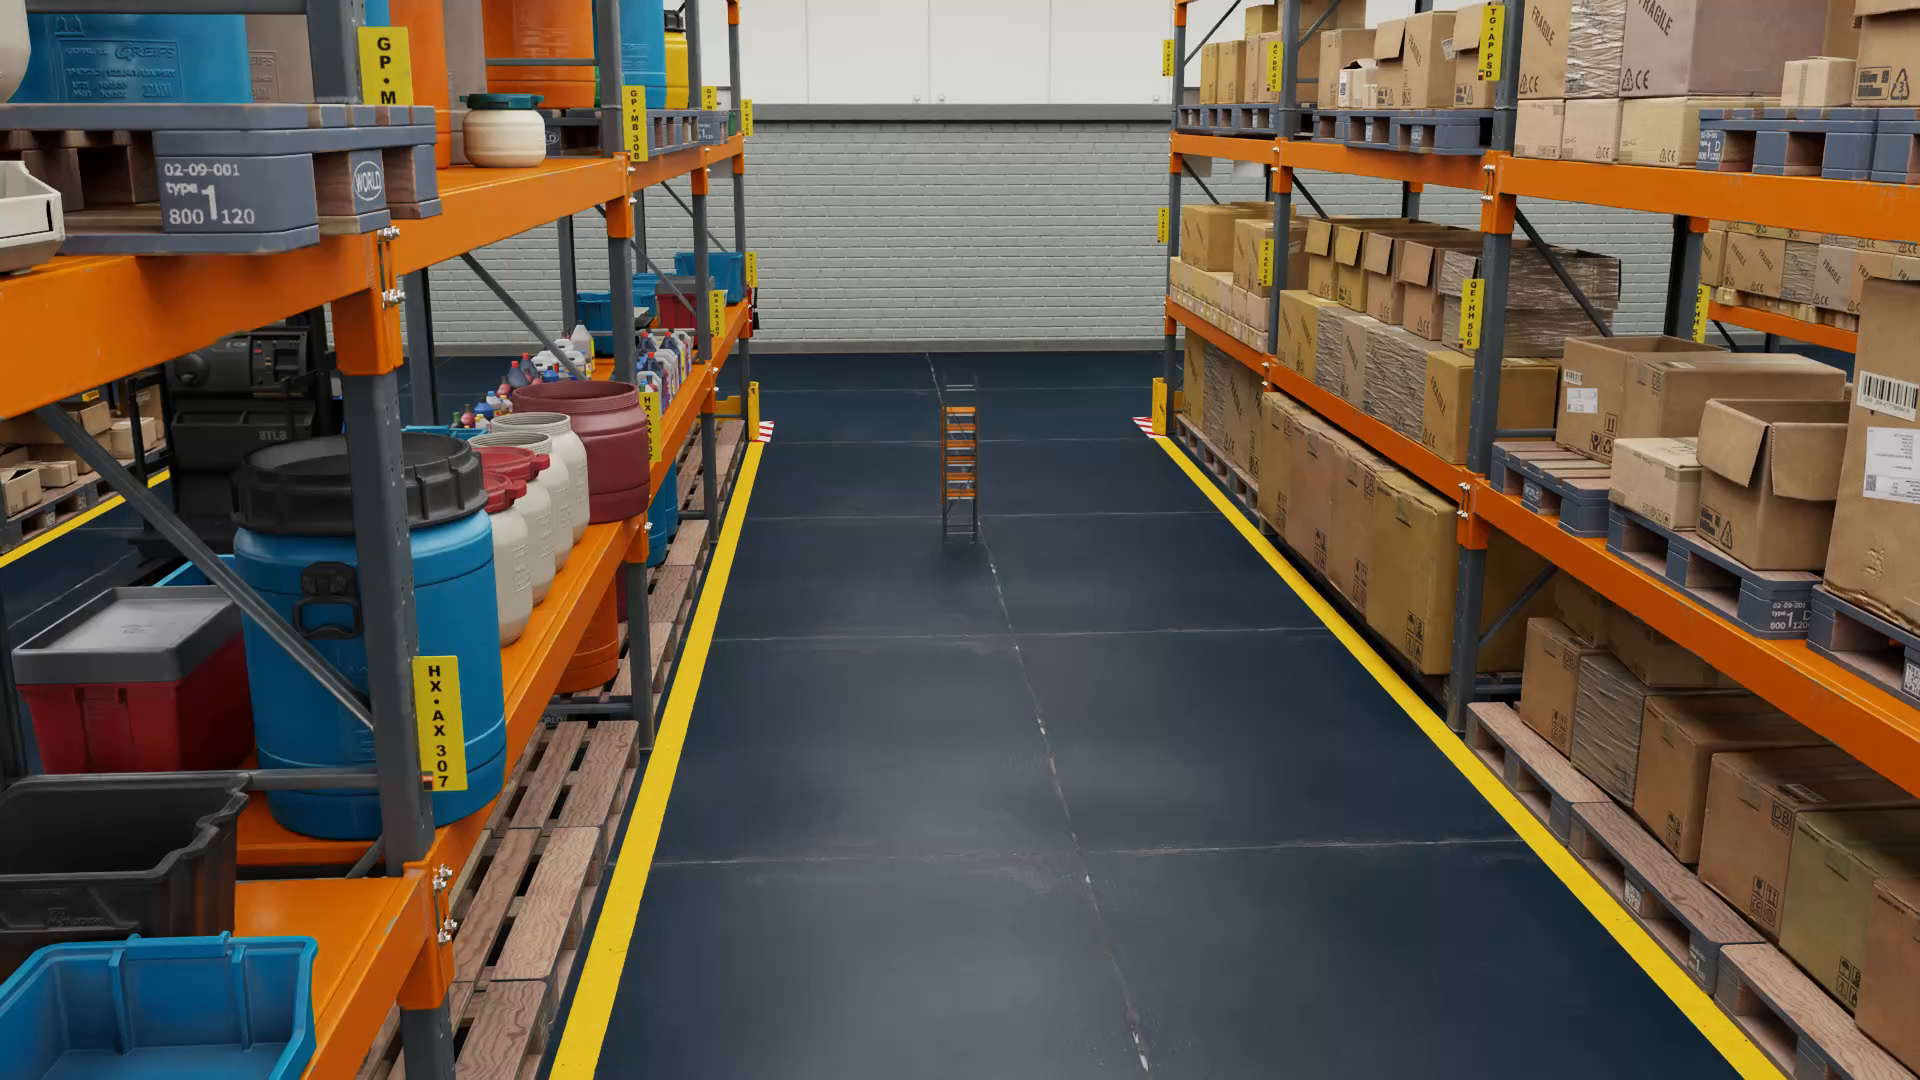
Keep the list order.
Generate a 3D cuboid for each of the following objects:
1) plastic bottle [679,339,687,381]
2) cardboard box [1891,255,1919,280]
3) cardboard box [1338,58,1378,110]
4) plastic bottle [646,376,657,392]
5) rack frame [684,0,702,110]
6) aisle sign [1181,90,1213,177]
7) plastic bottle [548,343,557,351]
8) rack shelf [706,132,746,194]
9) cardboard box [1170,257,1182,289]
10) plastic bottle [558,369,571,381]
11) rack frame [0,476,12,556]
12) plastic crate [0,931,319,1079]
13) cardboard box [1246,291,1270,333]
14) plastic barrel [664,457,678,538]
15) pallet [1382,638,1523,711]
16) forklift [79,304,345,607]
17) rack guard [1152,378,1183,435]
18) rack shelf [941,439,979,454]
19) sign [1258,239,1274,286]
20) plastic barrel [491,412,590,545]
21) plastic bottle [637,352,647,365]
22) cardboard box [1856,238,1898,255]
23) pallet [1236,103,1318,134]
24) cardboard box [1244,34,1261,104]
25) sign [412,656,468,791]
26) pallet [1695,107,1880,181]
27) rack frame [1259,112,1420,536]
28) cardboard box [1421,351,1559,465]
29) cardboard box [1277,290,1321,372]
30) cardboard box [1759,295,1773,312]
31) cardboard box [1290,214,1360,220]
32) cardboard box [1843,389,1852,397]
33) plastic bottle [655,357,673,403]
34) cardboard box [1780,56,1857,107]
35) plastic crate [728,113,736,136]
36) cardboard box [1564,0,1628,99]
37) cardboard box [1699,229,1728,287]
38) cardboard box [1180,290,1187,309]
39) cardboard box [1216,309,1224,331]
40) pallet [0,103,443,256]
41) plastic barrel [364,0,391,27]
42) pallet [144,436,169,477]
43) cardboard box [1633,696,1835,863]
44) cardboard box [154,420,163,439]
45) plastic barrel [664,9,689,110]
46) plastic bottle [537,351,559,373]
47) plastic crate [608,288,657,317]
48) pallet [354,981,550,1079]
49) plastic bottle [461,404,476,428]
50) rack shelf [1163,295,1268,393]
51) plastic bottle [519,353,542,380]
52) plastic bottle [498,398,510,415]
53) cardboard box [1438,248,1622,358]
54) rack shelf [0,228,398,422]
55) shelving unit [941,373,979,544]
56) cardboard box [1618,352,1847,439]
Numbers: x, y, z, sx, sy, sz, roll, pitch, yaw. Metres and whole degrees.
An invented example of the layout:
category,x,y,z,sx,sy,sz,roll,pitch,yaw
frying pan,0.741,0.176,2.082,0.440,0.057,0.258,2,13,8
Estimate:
category,x,y,z,sx,sy,sz,roll,pitch,yaw
plastic bottle,-1.867,-1.184,10.857,0.152,0.276,0.135,-1,14,-3
cardboard box,7.351,-1.864,12.454,0.500,0.500,0.500,-1,14,-3
cardboard box,2.684,-2.843,10.372,0.500,0.311,0.500,-1,14,-5
plastic bottle,-1.720,-0.777,9.261,0.061,0.283,0.133,-1,14,-3
rack frame,-2.237,-4.333,10.808,1.000,3.000,0.127,-1,14,-3
aisle sign,2.155,-3.771,15.447,0.394,0.787,0.004,-1,14,-3
plastic bottle,-2.586,-1.124,10.634,0.097,0.271,0.097,0,14,0
rack shelf,-2.361,-3.030,13.205,1.077,0.370,4.000,-1,14,-3
cardboard box,2.219,-2.447,15.221,0.500,0.250,0.500,-1,14,-5
plastic bottle,-2.394,-0.929,10.017,0.097,0.201,0.097,0,14,0
rack frame,-7.181,-1.352,11.262,1.000,3.000,0.127,-1,14,-3
plastic crate,-1.402,0.905,2.788,0.499,0.251,0.616,-1,14,-3
cardboard box,2.417,-1.681,12.246,0.500,0.250,0.500,-1,14,-4
plastic barrel,-2.220,-0.479,11.238,0.600,0.901,0.708,-1,14,-3
pallet,2.981,0.644,9.101,1.003,0.211,1.213,-1,14,-3
forklift,-4.785,-1.199,10.803,1.130,2.935,3.031,0,14,0
rack guard,2.457,-1.294,16.054,1.175,0.500,0.348,-1,14,-3
rack shelf,0.001,-0.651,11.844,0.258,0.103,0.180,-1,14,-3
sign,2.153,-1.953,11.701,0.100,0.325,0.005,-1,14,-3
plastic barrel,-1.712,-0.235,6.694,0.421,0.512,0.421,0,14,0
plastic bottle,-1.951,-1.016,10.214,0.097,0.271,0.097,0,14,0
cardboard box,7.327,-2.474,12.816,0.500,0.500,0.500,-1,14,-5
pallet,2.666,-3.118,12.282,1.003,0.211,1.213,-1,14,-3
cardboard box,2.569,-3.585,12.675,0.700,0.500,0.500,0,14,-1
sign,-1.192,0.422,3.811,0.100,0.325,0.005,-1,14,-3
pallet,3.203,-1.289,5.375,1.213,0.211,1.003,-1,14,-3
rack frame,2.706,-1.504,11.853,1.000,3.000,0.127,-1,14,-3
cardboard box,2.676,-0.677,8.436,0.500,0.500,0.500,0,14,-2
cardboard box,2.485,-1.434,11.381,0.500,0.500,0.500,-1,14,-3
cardboard box,7.274,-2.083,14.605,0.380,0.149,0.250,-1,14,-4
cardboard box,2.872,-2.314,13.199,0.500,0.500,0.500,-1,14,-5
cardboard box,7.733,-1.209,14.391,0.380,0.149,0.250,-1,14,-5
plastic bottle,-1.813,-0.967,10.015,0.152,0.276,0.135,-1,14,-3
cardboard box,2.986,-1.522,5.530,0.380,0.166,0.250,-1,14,-5
plastic crate,-2.139,-3.532,14.139,0.450,0.188,0.336,-1,14,-3
cardboard box,2.754,-2.006,6.578,0.500,0.500,0.500,-1,14,-3
cardboard box,7.167,-2.627,15.419,0.500,0.500,0.500,0,14,-1
cardboard box,2.185,-2.157,14.892,0.380,0.149,0.250,-1,14,-5
cardboard box,2.281,-1.773,13.402,0.380,0.149,0.250,-1,14,-4
pallet,-1.599,-0.622,2.781,1.213,0.211,1.003,-1,14,-3
plastic barrel,-2.071,-1.582,5.130,0.600,0.901,0.708,-1,14,-3
pallet,-7.374,-0.779,14.632,1.003,0.211,1.213,-1,14,-3
cardboard box,3.105,0.933,6.514,0.700,0.500,0.500,0,14,1
cardboard box,-7.214,-0.954,14.519,0.380,0.166,0.250,-1,14,-3
plastic barrel,-1.978,-2.951,10.236,0.600,0.588,0.600,0,14,0
plastic bottle,-2.531,-1.016,10.206,0.152,0.276,0.135,-1,14,-3
plastic crate,-2.717,-1.977,13.905,0.416,0.233,0.300,-1,14,-3
pallet,-1.829,1.718,4.927,1.003,0.211,1.213,-1,14,-3
plastic bottle,-2.454,-0.528,8.293,0.061,0.283,0.133,-1,14,-3
rack shelf,2.582,-1.653,13.876,1.077,0.370,4.000,-1,14,-3
plastic bottle,-2.499,-0.907,9.630,0.144,0.351,0.185,-1,14,-3
plastic bottle,-2.480,-0.662,8.980,0.097,0.201,0.097,0,14,0
cardboard box,2.925,-1.226,8.557,0.797,0.503,0.637,0,14,-2
rack shelf,-1.618,-0.045,1.606,1.077,0.370,4.000,-1,14,-3
shelving unit,0.001,-0.577,11.863,0.258,1.200,0.189,-1,14,-3
cardboard box,3.162,-0.490,6.869,0.700,0.500,0.500,1,14,5
